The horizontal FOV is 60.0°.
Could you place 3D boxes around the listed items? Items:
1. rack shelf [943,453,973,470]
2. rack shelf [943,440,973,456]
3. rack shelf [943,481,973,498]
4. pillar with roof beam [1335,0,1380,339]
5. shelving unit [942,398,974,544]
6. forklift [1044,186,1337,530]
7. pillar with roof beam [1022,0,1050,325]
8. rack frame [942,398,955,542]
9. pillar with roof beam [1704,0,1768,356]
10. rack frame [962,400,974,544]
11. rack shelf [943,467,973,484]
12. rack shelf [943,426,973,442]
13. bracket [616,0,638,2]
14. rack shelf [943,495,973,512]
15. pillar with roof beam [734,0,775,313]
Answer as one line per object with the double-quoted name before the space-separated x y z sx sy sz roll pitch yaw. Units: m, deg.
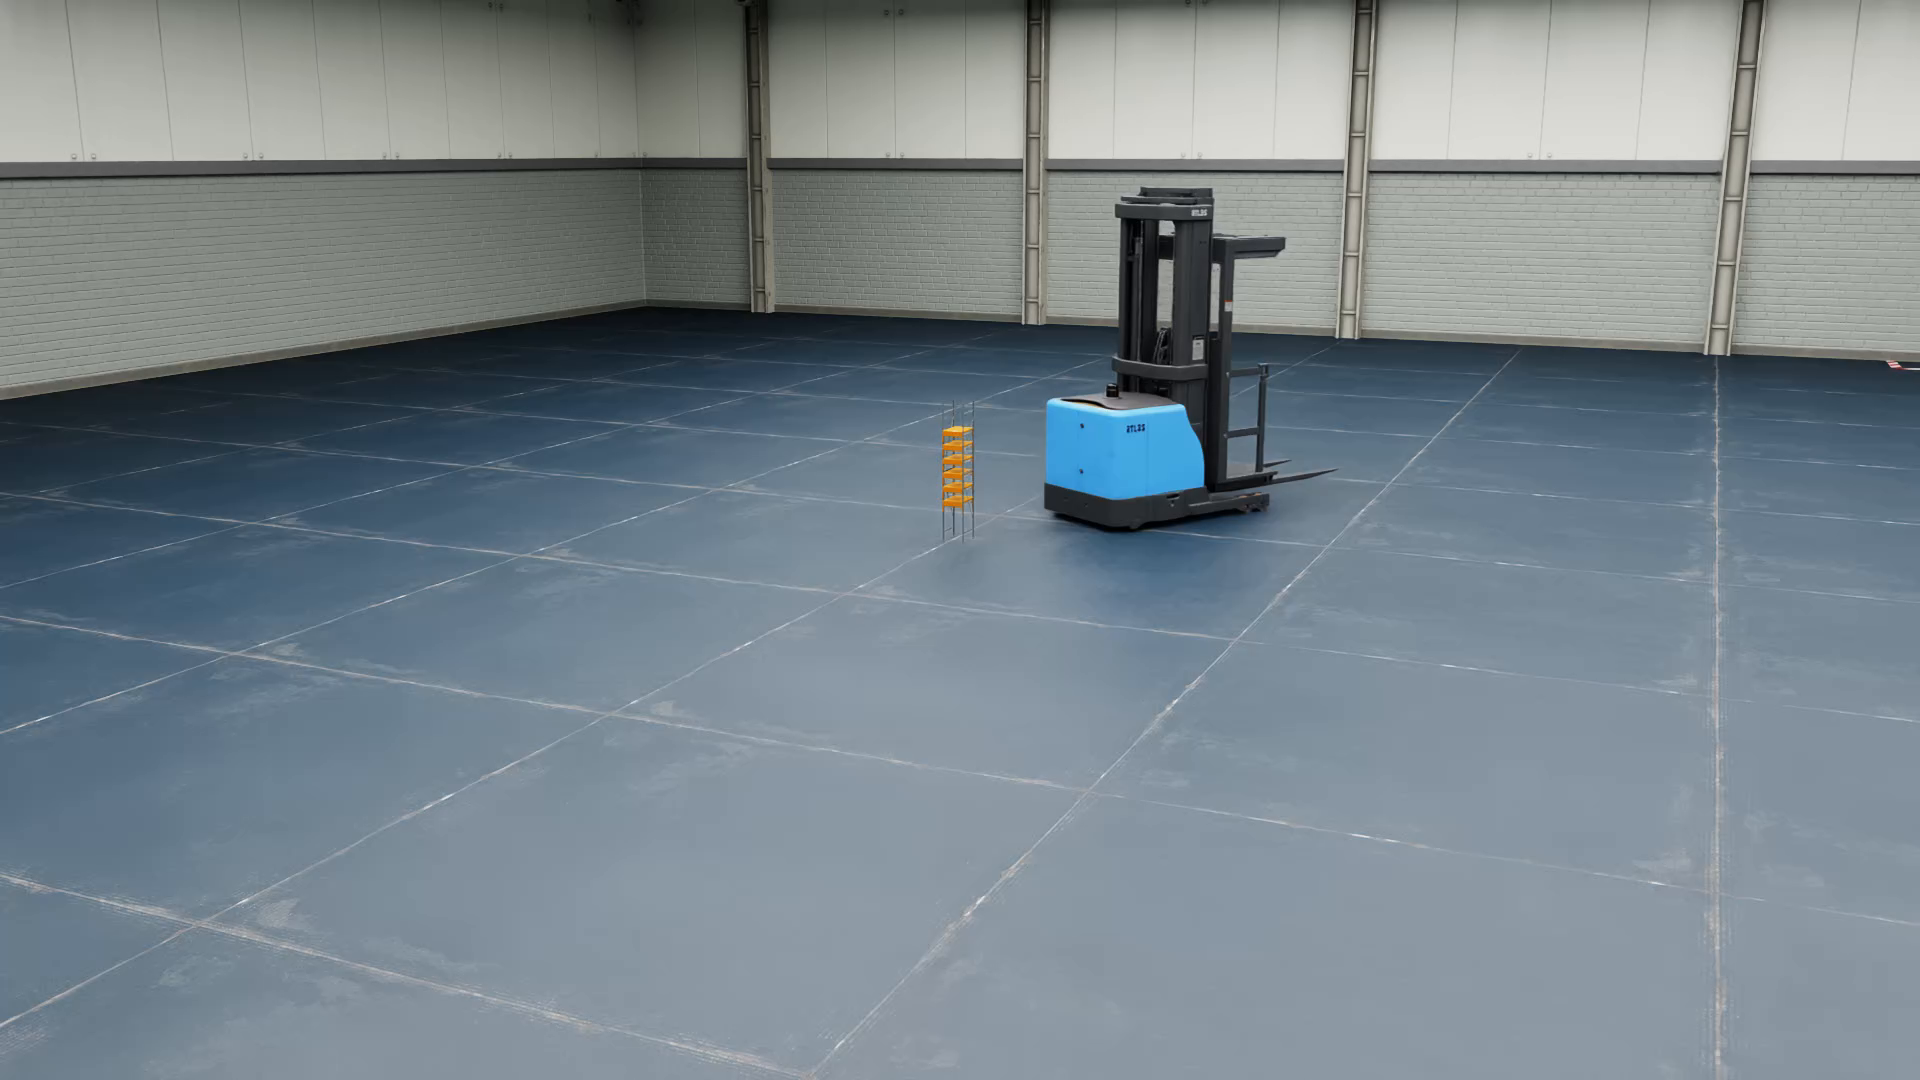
"rack shelf" -0.013 -0.659 14.106 0.180 0.103 0.258 6 14 23
"rack shelf" -0.013 -0.776 14.079 0.180 0.103 0.258 6 14 23
"rack shelf" -0.013 -0.425 14.161 0.180 0.103 0.258 6 14 23
"pillar with roof beam" 5.165 -7.082 24.736 0.400 9.000 9.100 6 14 23
"shelving unit" -0.013 -0.585 14.123 0.189 1.200 0.258 6 14 23
"forklift" 2.259 -1.760 15.340 3.031 2.935 1.130 -9 16 -35
"pillar with roof beam" -0.321 -7.637 27.102 0.400 9.000 9.100 6 14 23
"rack frame" -0.097 -0.594 14.160 0.006 1.200 0.240 6 14 23
"pillar with roof beam" 10.651 -6.526 22.370 0.400 9.000 9.100 6 14 23
"rack frame" 0.070 -0.577 14.087 0.006 1.200 0.240 6 14 23
"rack shelf" -0.013 -0.542 14.134 0.180 0.103 0.258 6 14 23
"rack shelf" -0.013 -0.893 14.051 0.180 0.103 0.258 6 14 23
"bracket" -6.753 -11.027 33.671 0.430 0.232 0.235 6 14 23
"rack shelf" -0.013 -0.309 14.188 0.180 0.103 0.258 6 14 23
"pillar with roof beam" -5.806 -8.192 29.468 0.548 9.000 9.100 6 14 23
